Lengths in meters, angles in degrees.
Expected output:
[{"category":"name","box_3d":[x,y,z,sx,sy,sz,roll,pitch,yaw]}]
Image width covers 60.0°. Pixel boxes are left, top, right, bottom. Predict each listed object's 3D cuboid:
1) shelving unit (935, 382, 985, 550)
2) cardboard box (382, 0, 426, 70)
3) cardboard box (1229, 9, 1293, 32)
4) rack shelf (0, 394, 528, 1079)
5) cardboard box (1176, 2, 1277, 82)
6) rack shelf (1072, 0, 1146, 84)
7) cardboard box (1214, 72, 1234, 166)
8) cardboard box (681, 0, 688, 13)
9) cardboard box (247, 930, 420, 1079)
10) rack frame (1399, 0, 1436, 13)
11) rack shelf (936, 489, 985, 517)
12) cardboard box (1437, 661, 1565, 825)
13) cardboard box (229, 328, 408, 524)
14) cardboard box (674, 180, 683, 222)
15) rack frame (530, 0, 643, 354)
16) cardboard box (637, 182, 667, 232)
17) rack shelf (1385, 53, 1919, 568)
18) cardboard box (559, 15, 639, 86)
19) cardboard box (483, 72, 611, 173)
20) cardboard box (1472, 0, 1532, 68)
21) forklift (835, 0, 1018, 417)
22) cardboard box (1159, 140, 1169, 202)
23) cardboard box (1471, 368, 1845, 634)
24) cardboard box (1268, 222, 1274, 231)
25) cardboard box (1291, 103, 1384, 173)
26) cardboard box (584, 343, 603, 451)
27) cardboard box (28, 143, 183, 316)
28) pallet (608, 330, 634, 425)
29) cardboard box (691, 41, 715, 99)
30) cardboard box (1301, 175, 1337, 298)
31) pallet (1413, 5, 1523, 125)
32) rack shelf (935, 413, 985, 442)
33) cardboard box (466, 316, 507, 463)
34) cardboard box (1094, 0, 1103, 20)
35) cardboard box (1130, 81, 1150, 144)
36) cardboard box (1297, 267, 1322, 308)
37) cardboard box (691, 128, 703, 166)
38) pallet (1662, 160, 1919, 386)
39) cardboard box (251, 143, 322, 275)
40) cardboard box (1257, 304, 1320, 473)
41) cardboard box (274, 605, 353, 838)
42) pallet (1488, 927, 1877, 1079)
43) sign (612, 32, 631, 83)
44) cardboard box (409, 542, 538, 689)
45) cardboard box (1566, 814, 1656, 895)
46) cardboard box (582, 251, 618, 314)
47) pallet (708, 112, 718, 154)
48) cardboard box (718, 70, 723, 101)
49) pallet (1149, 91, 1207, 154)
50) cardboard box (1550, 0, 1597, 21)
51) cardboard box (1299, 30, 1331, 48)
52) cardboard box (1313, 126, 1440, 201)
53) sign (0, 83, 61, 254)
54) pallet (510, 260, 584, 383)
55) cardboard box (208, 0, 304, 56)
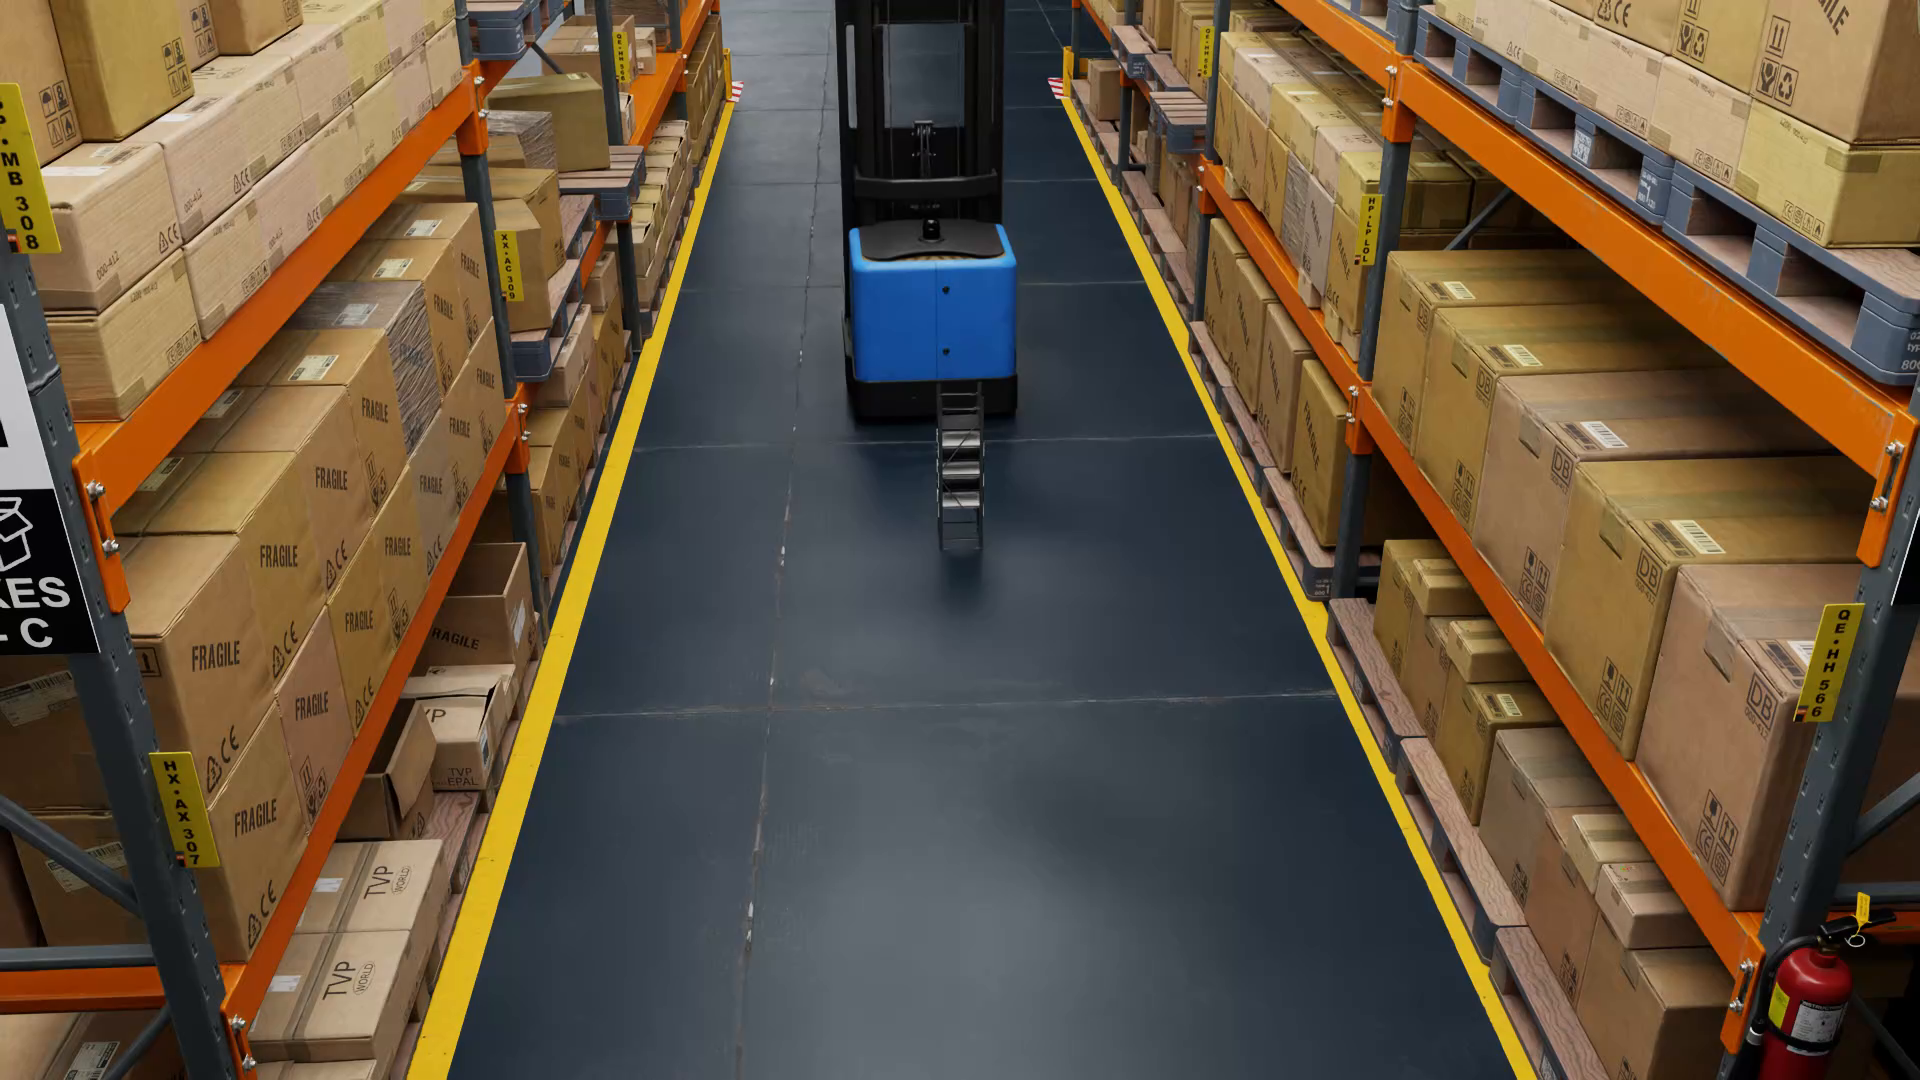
[{"category":"shelving unit","box_3d":[0.000,-0.395,9.035,0.258,0.900,0.210,-1,28,-3]},{"category":"cardboard box","box_3d":[-2.235,-1.857,5.944,0.500,0.250,0.500,-1,28,-3]},{"category":"cardboard box","box_3d":[2.104,-3.623,11.668,0.380,0.149,0.250,-6,28,-11]},{"category":"rack shelf","box_3d":[-2.450,0.422,5.975,1.077,0.370,4.000,-1,28,-3]},{"category":"cardboard box","box_3d":[2.062,-3.820,12.747,0.700,0.500,0.500,-1,28,-3]},{"category":"rack shelf","box_3d":[1.870,-5.241,16.833,1.077,0.370,4.000,-1,28,-3]},{"category":"cardboard box","box_3d":[1.953,-2.744,10.816,0.500,0.500,0.500,-1,28,-1]},{"category":"cardboard box","box_3d":[-3.086,-5.476,16.397,0.700,0.500,0.500,-1,28,-1]},{"category":"cardboard box","box_3d":[-2.117,1.562,5.509,0.500,0.250,0.500,-1,28,-3]},{"category":"rack frame","box_3d":[2.392,-3.602,6.425,1.000,3.000,0.127,-1,28,-3]},{"category":"rack shelf","box_3d":[0.000,-0.206,9.133,0.258,0.077,0.200,-1,28,-3]},{"category":"cardboard box","box_3d":[2.377,0.797,6.727,0.700,0.500,0.500,-1,28,-1]},{"category":"cardboard box","box_3d":[-2.189,-0.379,5.544,0.500,0.500,0.500,-2,28,-3]},{"category":"cardboard box","box_3d":[-2.609,-2.828,13.947,0.500,0.250,0.500,-1,28,-2]},{"category":"rack frame","box_3d":[-2.763,-2.668,11.122,1.000,3.000,0.127,-1,28,-3]},{"category":"cardboard box","box_3d":[-2.558,-2.611,12.924,0.500,0.311,0.500,-2,28,-4]},{"category":"rack shelf","box_3d":[2.497,-1.029,5.514,1.077,0.370,4.000,-1,28,-3]},{"category":"cardboard box","box_3d":[-2.921,-3.961,13.493,0.500,0.500,0.500,1,28,1]},{"category":"cardboard box","box_3d":[-2.618,-2.610,10.449,0.700,0.500,0.500,-11,29,-20]},{"category":"cardboard box","box_3d":[2.178,-1.875,5.957,0.500,0.250,0.500,-2,28,-4]},{"category":"forklift","box_3d":[-0.280,-2.733,11.321,1.130,2.935,3.031,-2,28,-5]},{"category":"cardboard box","box_3d":[2.107,-3.146,14.266,0.700,0.500,0.500,-2,28,-4]},{"category":"cardboard box","box_3d":[2.485,-0.151,5.972,0.980,0.700,0.700,-3,28,-5]},{"category":"cardboard box","box_3d":[2.064,-1.936,9.967,0.380,0.149,0.250,-1,28,-2]},{"category":"cardboard box","box_3d":[2.069,-2.141,8.849,0.500,0.250,0.500,-1,28,-2]},{"category":"cardboard box","box_3d":[-2.420,-0.847,9.858,0.500,0.500,0.500,-2,28,-5]},{"category":"cardboard box","box_3d":[-2.112,-0.702,3.730,0.500,0.250,0.500,-1,28,-3]},{"category":"pallet","box_3d":[-2.762,-1.086,11.104,1.003,0.211,1.213,-1,28,-3]},{"category":"cardboard box","box_3d":[-2.764,-4.729,16.782,0.500,0.500,0.500,-1,28,-3]},{"category":"cardboard box","box_3d":[2.080,-1.570,8.564,0.500,0.500,0.500,-1,28,-2]},{"category":"pallet","box_3d":[2.425,-1.855,6.414,1.003,0.211,1.213,-1,28,-3]},{"category":"rack shelf","box_3d":[0.000,-0.605,8.925,0.258,0.077,0.200,-1,28,-3]},{"category":"cardboard box","box_3d":[-2.272,-0.640,7.126,0.500,0.500,0.500,-1,28,-2]},{"category":"cardboard box","box_3d":[1.588,-5.252,16.218,0.500,0.250,0.500,-2,28,-3]},{"category":"cardboard box","box_3d":[1.881,-4.202,16.289,0.500,0.500,0.500,-3,28,-7]},{"category":"cardboard box","box_3d":[2.014,-1.346,8.837,0.380,0.149,0.250,-1,28,-3]},{"category":"cardboard box","box_3d":[-2.694,-3.704,15.627,0.500,0.250,0.500,-1,28,-3]},{"category":"pallet","box_3d":[2.552,-0.728,4.254,1.003,0.211,1.213,-1,28,-3]},{"category":"cardboard box","box_3d":[-2.159,-0.942,4.732,0.500,0.250,0.500,-1,28,-3]},{"category":"cardboard box","box_3d":[2.179,-0.882,9.569,0.750,0.750,0.750,-1,28,-1]},{"category":"cardboard box","box_3d":[-2.138,0.533,4.877,0.500,0.500,0.500,-2,28,-3]},{"category":"pallet","box_3d":[2.481,1.774,5.620,1.003,0.211,1.213,-1,28,-3]},{"category":"sign","box_3d":[-2.222,-3.164,10.906,0.100,0.325,0.005,-1,28,-3]},{"category":"cardboard box","box_3d":[-2.241,0.349,7.565,0.500,0.500,0.500,-1,28,-3]},{"category":"cardboard box","box_3d":[2.262,1.046,5.548,0.380,0.149,0.250,-1,28,-1]},{"category":"cardboard box","box_3d":[-2.473,-1.635,10.558,0.500,0.250,0.500,0,28,-1]},{"category":"pallet","box_3d":[-3.039,-4.212,17.097,1.003,0.211,1.213,-1,28,-3]},{"category":"cardboard box","box_3d":[-2.820,-4.858,17.841,0.500,0.250,0.500,-1,28,-3]},{"category":"pallet","box_3d":[2.040,-3.031,12.025,1.213,0.211,1.003,-1,28,-3]},{"category":"cardboard box","box_3d":[2.214,-1.967,5.324,0.500,0.500,0.500,-1,28,-2]},{"category":"cardboard box","box_3d":[2.466,-3.104,10.695,0.500,0.250,0.500,-1,28,-1]},{"category":"cardboard box","box_3d":[2.095,-1.905,8.397,0.500,0.250,0.500,-1,28,-2]},{"category":"sign","box_3d":[-1.804,-0.704,3.168,0.100,0.325,0.005,-1,28,-3]},{"category":"pallet","box_3d":[-2.487,-1.107,8.337,1.003,0.211,1.213,-1,28,-3]},{"category":"cardboard box","box_3d":[-2.396,-1.722,4.876,0.700,0.500,0.500,-1,28,-3]}]
